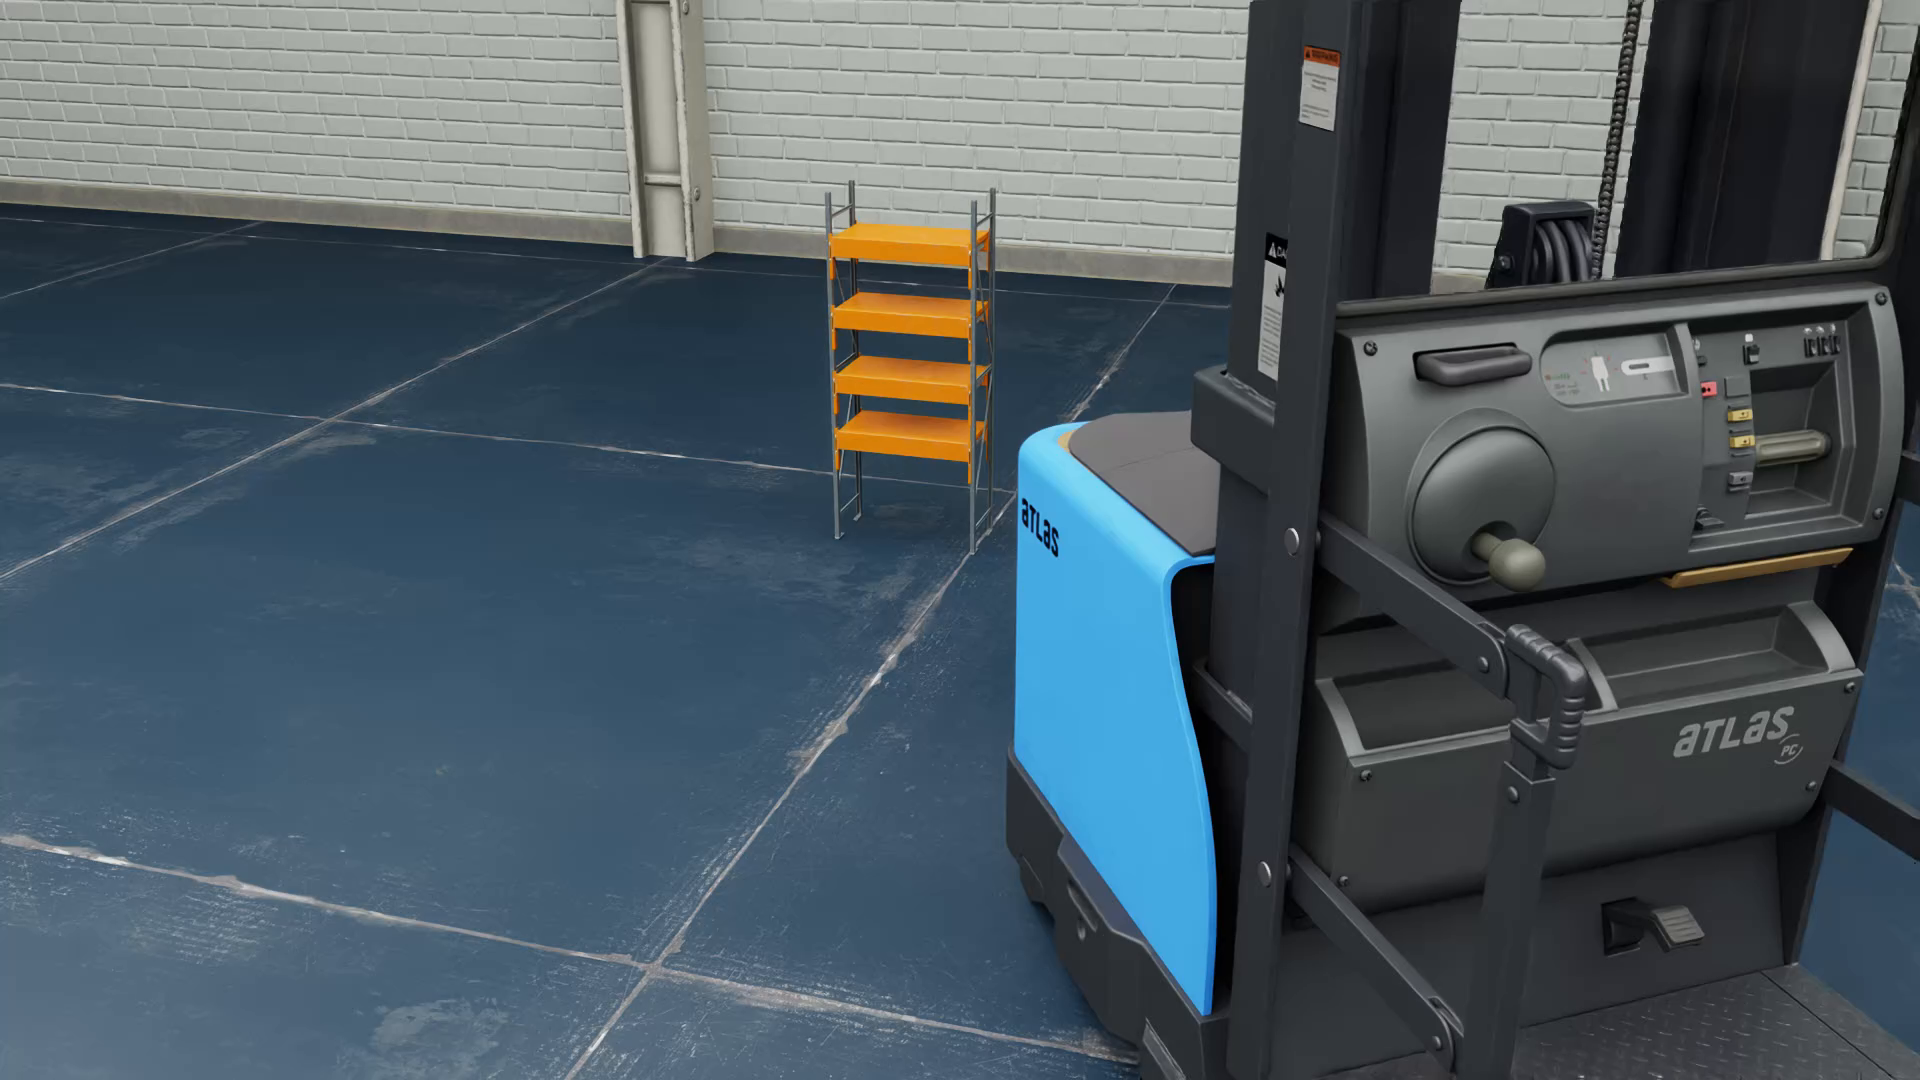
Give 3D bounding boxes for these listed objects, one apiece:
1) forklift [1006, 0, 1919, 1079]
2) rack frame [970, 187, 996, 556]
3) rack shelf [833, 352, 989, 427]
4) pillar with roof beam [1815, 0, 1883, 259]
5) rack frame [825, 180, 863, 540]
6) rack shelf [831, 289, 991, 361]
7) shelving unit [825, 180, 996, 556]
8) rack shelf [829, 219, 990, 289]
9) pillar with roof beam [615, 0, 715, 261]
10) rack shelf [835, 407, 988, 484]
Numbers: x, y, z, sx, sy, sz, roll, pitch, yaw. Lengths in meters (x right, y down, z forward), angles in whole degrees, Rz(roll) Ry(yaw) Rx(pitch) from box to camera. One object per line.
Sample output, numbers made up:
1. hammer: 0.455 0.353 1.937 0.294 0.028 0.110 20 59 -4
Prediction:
1. forklift: 1.053 -0.130 2.225 1.130 2.935 3.031 -7 23 -17
2. rack frame: 0.075 -0.547 5.521 0.015 1.200 0.240 7 23 16
3. rack shelf: -0.158 -0.511 5.612 0.480 0.148 0.258 7 23 16
4. pillar with roof beam: 2.799 -3.652 2.816 0.400 9.000 9.100 7 23 16
5. rack frame: -0.392 -0.600 5.652 0.015 1.200 0.240 7 23 16
6. rack shelf: -0.158 -0.718 5.527 0.480 0.148 0.258 7 23 16
7. shelving unit: -0.158 -0.573 5.587 0.503 1.200 0.258 7 23 16
8. rack shelf: -0.158 -0.937 5.437 0.480 0.148 0.258 7 23 16
9. pillar with roof beam: -2.946 -4.310 4.419 0.400 9.000 9.100 7 23 16
10. rack shelf: -0.158 -0.327 5.687 0.480 0.148 0.258 7 23 16
